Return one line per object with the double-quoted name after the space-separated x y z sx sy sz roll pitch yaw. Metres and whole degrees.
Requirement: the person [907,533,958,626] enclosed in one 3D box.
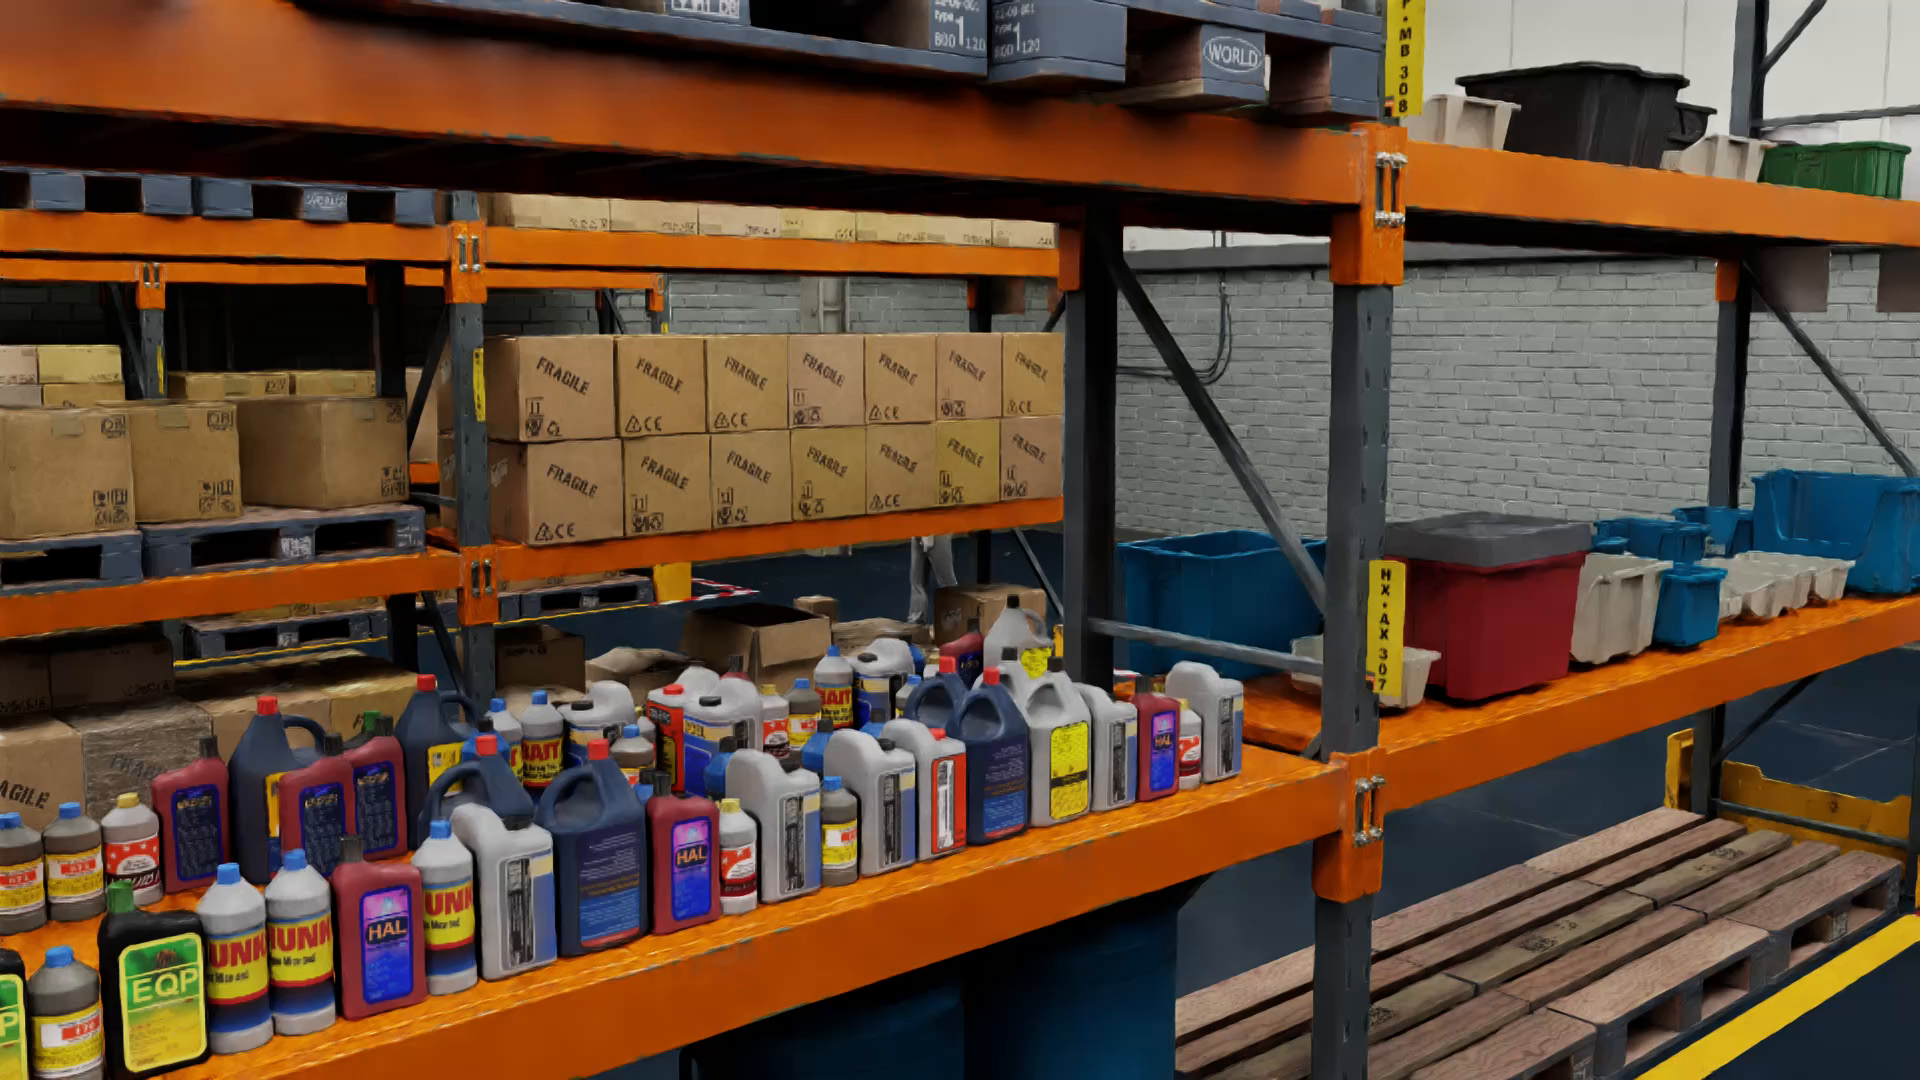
-0.246 -0.078 12.290 0.581 1.677 0.462 -2 8 -13 "person"
